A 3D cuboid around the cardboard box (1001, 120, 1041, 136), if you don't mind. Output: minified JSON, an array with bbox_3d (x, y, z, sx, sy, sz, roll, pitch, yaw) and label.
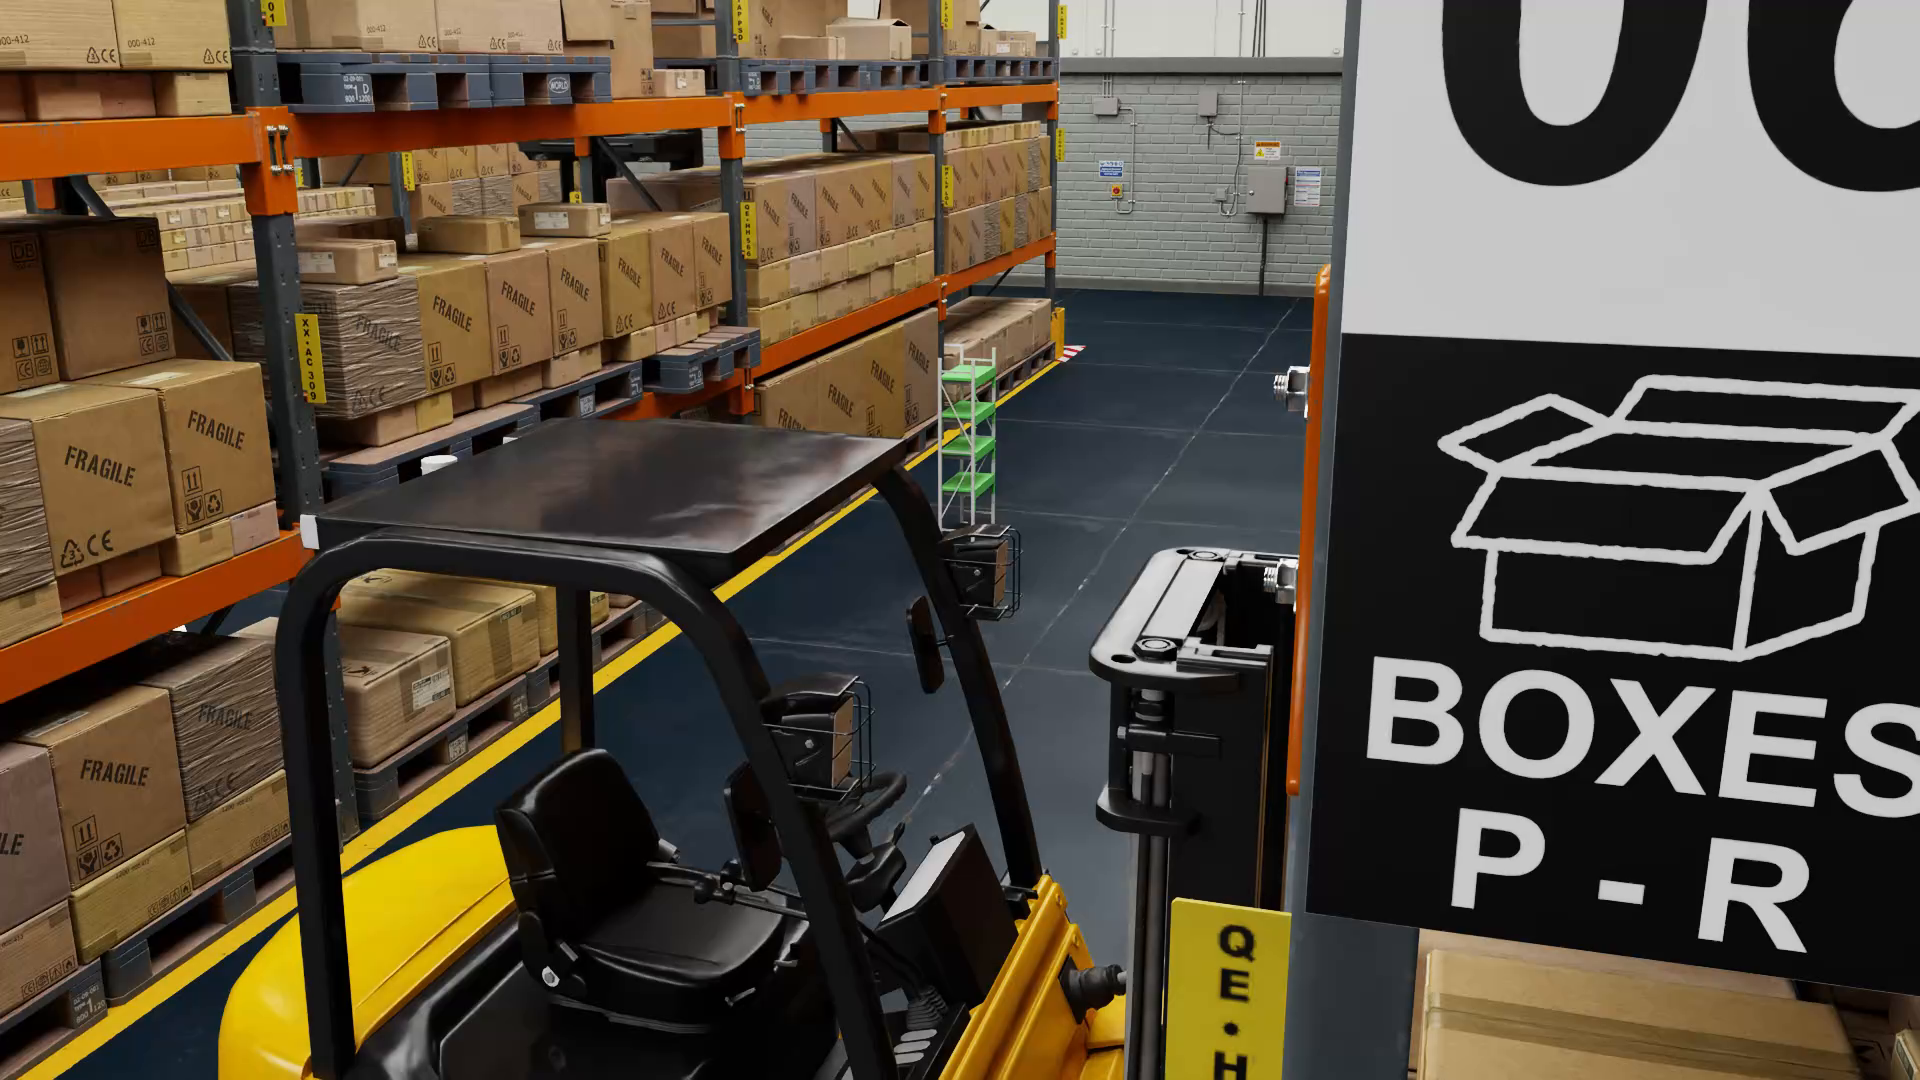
[{"bbox_3d":[0.599,-4.158,16.786,0.380,0.149,0.250,5,17,17],"label":"cardboard box"}]

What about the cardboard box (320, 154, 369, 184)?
[{"bbox_3d":[-5.528,-3.553,15.298,0.500,0.500,0.500,4,16,14],"label":"cardboard box"}]

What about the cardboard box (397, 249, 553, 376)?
[{"bbox_3d":[-2.197,-1.039,7.499,0.500,0.500,0.500,5,16,16],"label":"cardboard box"}]

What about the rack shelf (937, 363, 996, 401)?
[{"bbox_3d":[0.047,-1.021,10.705,0.258,0.148,0.480,5,16,16],"label":"rack shelf"}]

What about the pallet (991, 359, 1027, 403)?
[{"bbox_3d":[0.008,-1.551,15.911,1.003,0.211,1.213,5,16,16],"label":"pallet"}]

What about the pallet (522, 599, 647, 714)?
[{"bbox_3d":[-2.336,0.531,8.570,1.003,0.211,1.213,5,16,16],"label":"pallet"}]

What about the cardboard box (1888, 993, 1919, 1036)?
[{"bbox_3d":[1.158,0.505,1.636,0.380,0.149,0.250,5,17,18],"label":"cardboard box"}]

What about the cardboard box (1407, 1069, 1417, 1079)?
[{"bbox_3d":[0.596,0.602,1.837,0.380,0.149,0.250,5,17,17],"label":"cardboard box"}]

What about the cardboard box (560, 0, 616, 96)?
[{"bbox_3d":[-2.170,-2.424,8.193,0.797,0.503,0.637,5,16,16],"label":"cardboard box"}]

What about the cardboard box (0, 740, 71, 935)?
[{"bbox_3d":[-3.099,0.916,4.998,0.500,0.500,0.500,6,17,19],"label":"cardboard box"}]

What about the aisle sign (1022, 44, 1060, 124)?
[{"bbox_3d":[0.827,-4.671,17.037,0.394,0.787,0.004,5,16,16],"label":"aisle sign"}]

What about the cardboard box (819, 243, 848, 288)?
[{"bbox_3d":[-1.082,-1.879,11.316,0.500,0.250,0.500,5,16,16],"label":"cardboard box"}]

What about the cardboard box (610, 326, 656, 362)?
[{"bbox_3d":[-1.811,-1.027,8.642,0.380,0.149,0.250,5,17,17],"label":"cardboard box"}]

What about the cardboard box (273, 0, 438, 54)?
[{"bbox_3d":[-2.351,-1.981,6.325,0.500,0.250,0.500,4,16,14],"label":"cardboard box"}]

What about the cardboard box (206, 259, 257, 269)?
[{"bbox_3d":[-2.850,-0.948,7.177,0.500,0.500,0.500,5,17,16],"label":"cardboard box"}]

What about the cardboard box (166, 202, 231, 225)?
[{"bbox_3d":[-5.850,-2.508,12.773,0.380,0.149,0.250,5,17,18],"label":"cardboard box"}]

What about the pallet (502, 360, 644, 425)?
[{"bbox_3d":[-2.288,-0.720,8.221,1.003,0.211,1.213,5,16,16],"label":"pallet"}]

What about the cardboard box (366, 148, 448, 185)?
[{"bbox_3d":[-5.040,-3.508,15.140,0.500,0.500,0.500,5,17,17],"label":"cardboard box"}]

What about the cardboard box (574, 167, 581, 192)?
[{"bbox_3d":[-4.298,-3.703,17.658,0.500,0.500,0.500,4,16,15],"label":"cardboard box"}]

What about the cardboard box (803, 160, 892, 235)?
[{"bbox_3d":[-0.817,-2.505,12.149,0.500,0.500,0.500,5,17,18],"label":"cardboard box"}]

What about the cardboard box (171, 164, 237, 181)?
[{"bbox_3d":[-8.879,-4.478,19.476,0.500,0.500,0.500,5,17,17],"label":"cardboard box"}]

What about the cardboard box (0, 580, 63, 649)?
[{"bbox_3d":[-2.986,0.208,5.058,0.380,0.149,0.250,4,16,15],"label":"cardboard box"}]

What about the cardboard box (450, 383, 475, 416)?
[{"bbox_3d":[-2.354,-0.632,7.253,0.380,0.149,0.250,6,17,19],"label":"cardboard box"}]

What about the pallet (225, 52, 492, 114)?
[{"bbox_3d":[-2.623,-1.792,6.499,1.213,0.211,1.003,5,16,16],"label":"pallet"}]

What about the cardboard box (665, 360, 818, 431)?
[{"bbox_3d":[-1.488,-0.687,10.879,0.875,0.875,0.875,4,16,15],"label":"cardboard box"}]

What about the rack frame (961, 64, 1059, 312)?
[{"bbox_3d":[0.509,-3.426,17.411,1.000,3.000,0.127,5,16,16],"label":"rack frame"}]

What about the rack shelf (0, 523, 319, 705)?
[{"bbox_3d":[-3.469,0.583,4.595,1.077,0.370,4.000,5,16,16],"label":"rack shelf"}]

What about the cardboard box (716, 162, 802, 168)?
[{"bbox_3d":[-1.432,-2.414,11.826,0.500,0.500,0.500,4,16,15],"label":"cardboard box"}]

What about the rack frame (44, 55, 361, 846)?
[{"bbox_3d":[-2.901,-0.286,6.342,1.000,3.000,0.127,5,16,16],"label":"rack frame"}]

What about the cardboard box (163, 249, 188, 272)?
[{"bbox_3d":[-5.990,-2.084,12.372,0.380,0.149,0.250,5,17,18],"label":"cardboard box"}]

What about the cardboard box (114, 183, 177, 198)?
[{"bbox_3d":[-9.165,-3.852,18.643,0.500,0.250,0.500,4,16,14],"label":"cardboard box"}]

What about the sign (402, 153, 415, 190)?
[{"bbox_3d":[-4.869,-3.252,14.675,0.100,0.325,0.005,5,16,16],"label":"sign"}]

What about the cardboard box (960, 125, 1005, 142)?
[{"bbox_3d":[0.197,-3.752,15.357,0.380,0.149,0.250,5,17,18],"label":"cardboard box"}]

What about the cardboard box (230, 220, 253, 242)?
[{"bbox_3d":[-5.772,-2.433,13.057,0.380,0.149,0.250,5,17,18],"label":"cardboard box"}]

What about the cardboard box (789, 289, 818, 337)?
[{"bbox_3d":[-1.255,-1.505,10.913,0.500,0.250,0.500,4,16,14],"label":"cardboard box"}]

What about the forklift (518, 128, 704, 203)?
[{"bbox_3d":[-2.531,-1.975,12.421,1.130,2.935,3.031,4,16,12],"label":"forklift"}]

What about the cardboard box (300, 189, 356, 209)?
[{"bbox_3d":[-5.405,-2.914,14.205,0.380,0.149,0.250,4,16,14],"label":"cardboard box"}]

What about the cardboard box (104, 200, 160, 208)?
[{"bbox_3d":[-6.470,-2.560,12.957,0.380,0.149,0.250,5,17,19],"label":"cardboard box"}]

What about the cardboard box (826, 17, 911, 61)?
[{"bbox_3d":[-0.677,-3.735,12.396,0.500,0.311,0.500,5,16,16],"label":"cardboard box"}]

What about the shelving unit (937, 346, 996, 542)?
[{"bbox_3d":[0.047,-0.621,10.818,0.258,1.200,0.503,5,16,16],"label":"shelving unit"}]

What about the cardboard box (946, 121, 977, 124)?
[{"bbox_3d":[-0.047,-4.062,16.451,0.380,0.149,0.250,5,17,18],"label":"cardboard box"}]

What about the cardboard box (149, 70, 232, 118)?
[{"bbox_3d":[-2.698,-1.502,5.592,0.380,0.149,0.250,5,17,16],"label":"cardboard box"}]

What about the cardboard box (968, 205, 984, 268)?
[{"bbox_3d":[-0.096,-2.661,14.532,0.500,0.500,0.500,5,17,16],"label":"cardboard box"}]

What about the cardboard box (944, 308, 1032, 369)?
[{"bbox_3d":[0.165,-1.975,16.220,0.875,0.438,0.875,5,17,17],"label":"cardboard box"}]

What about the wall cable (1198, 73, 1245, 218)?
[{"bbox_3d":[3.452,-5.285,22.102,0.588,1.984,0.122,5,16,16],"label":"wall cable"}]

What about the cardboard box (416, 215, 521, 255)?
[{"bbox_3d":[-2.218,-1.379,7.509,0.380,0.149,0.250,6,17,19],"label":"cardboard box"}]

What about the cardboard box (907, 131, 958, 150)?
[{"bbox_3d":[-0.232,-3.351,13.943,0.380,0.149,0.250,5,17,17],"label":"cardboard box"}]

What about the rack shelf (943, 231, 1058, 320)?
[{"bbox_3d":[-0.059,-2.557,15.664,1.077,0.370,4.000,5,16,16],"label":"rack shelf"}]

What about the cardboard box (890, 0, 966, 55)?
[{"bbox_3d":[-0.259,-4.258,13.712,0.500,0.500,0.500,5,17,17],"label":"cardboard box"}]

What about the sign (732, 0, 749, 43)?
[{"bbox_3d":[-1.245,-2.982,9.401,0.100,0.325,0.005,5,16,16],"label":"sign"}]

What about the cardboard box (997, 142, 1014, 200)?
[{"bbox_3d":[0.192,-3.411,15.342,0.500,0.500,0.500,5,16,15],"label":"cardboard box"}]
